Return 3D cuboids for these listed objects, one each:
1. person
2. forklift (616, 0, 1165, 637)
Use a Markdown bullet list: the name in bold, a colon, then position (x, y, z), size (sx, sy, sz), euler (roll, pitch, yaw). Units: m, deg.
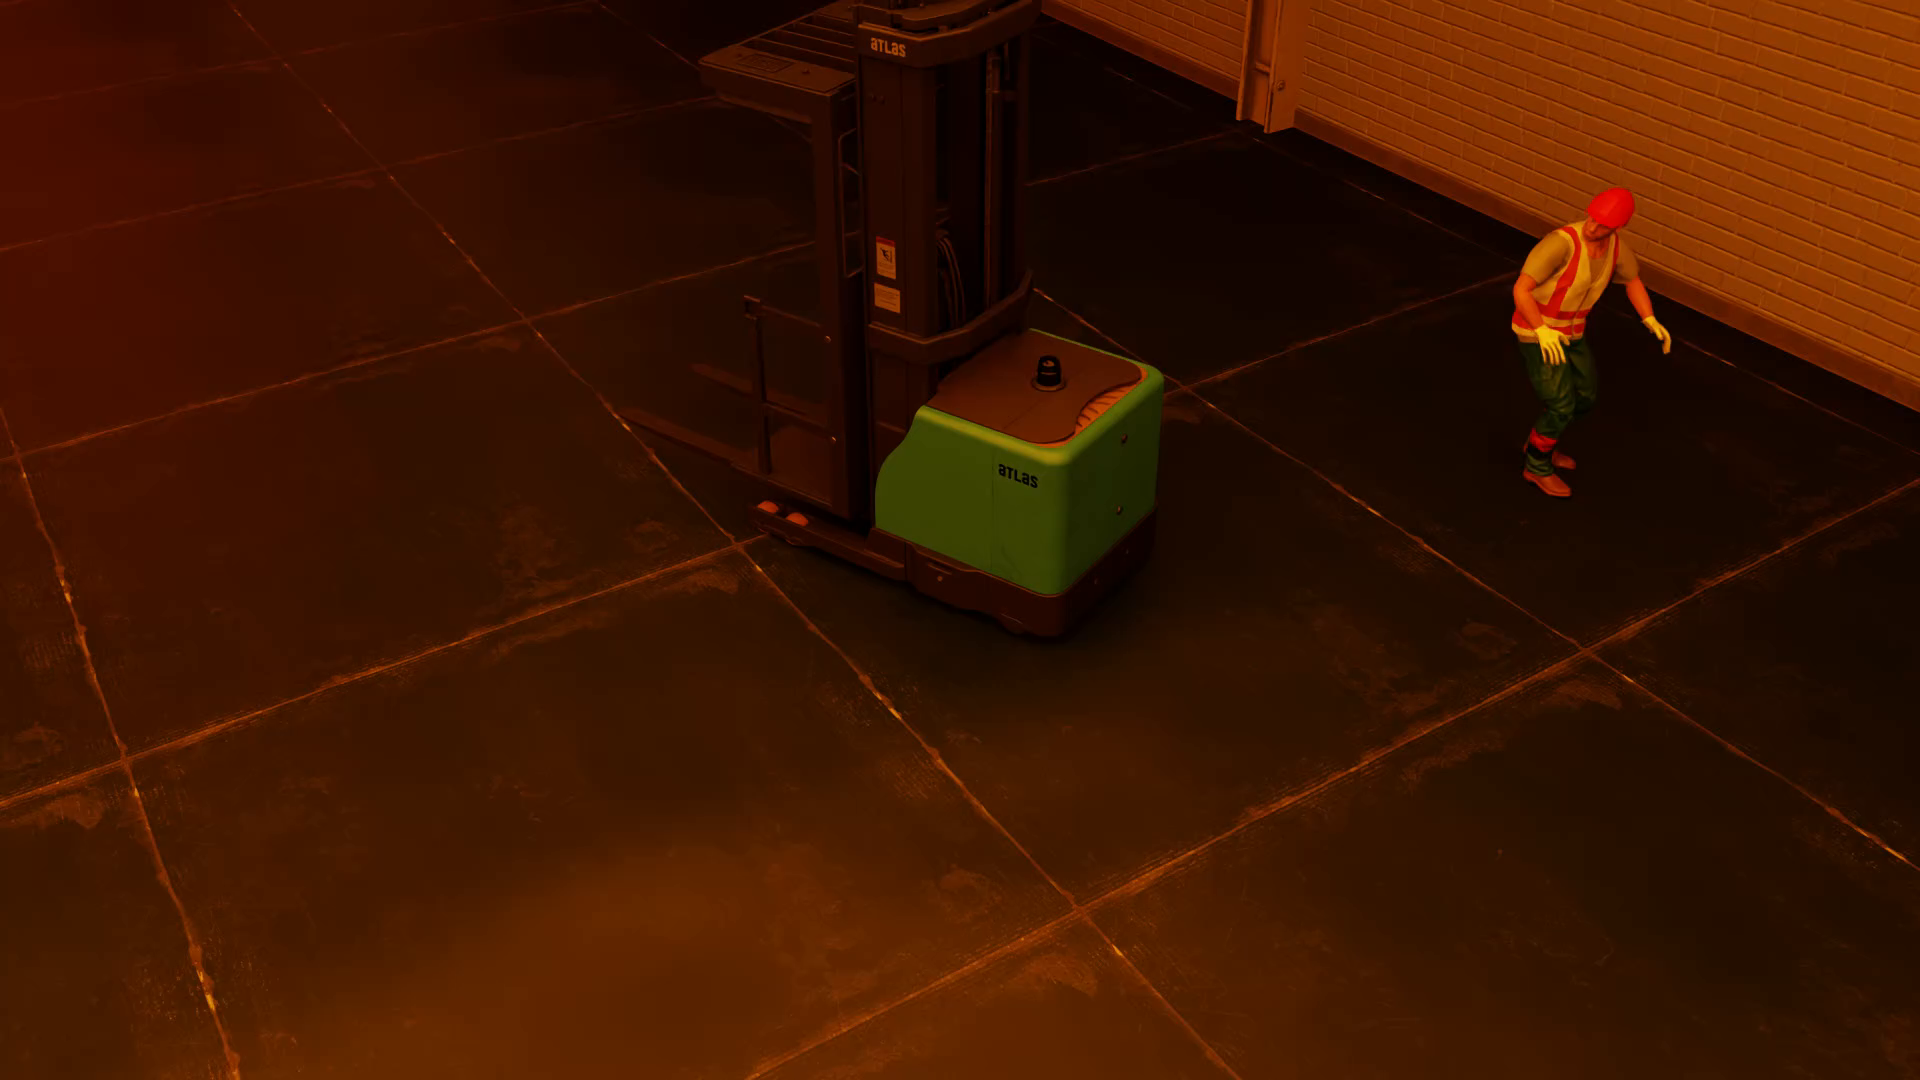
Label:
- **person**: position (3.245, -1.012, 8.692), size (0.784, 1.711, 0.675), euler (-21, 40, -27)
- **forklift**: position (-0.500, -1.399, 8.138), size (3.031, 2.935, 1.130), euler (22, 41, 28)
